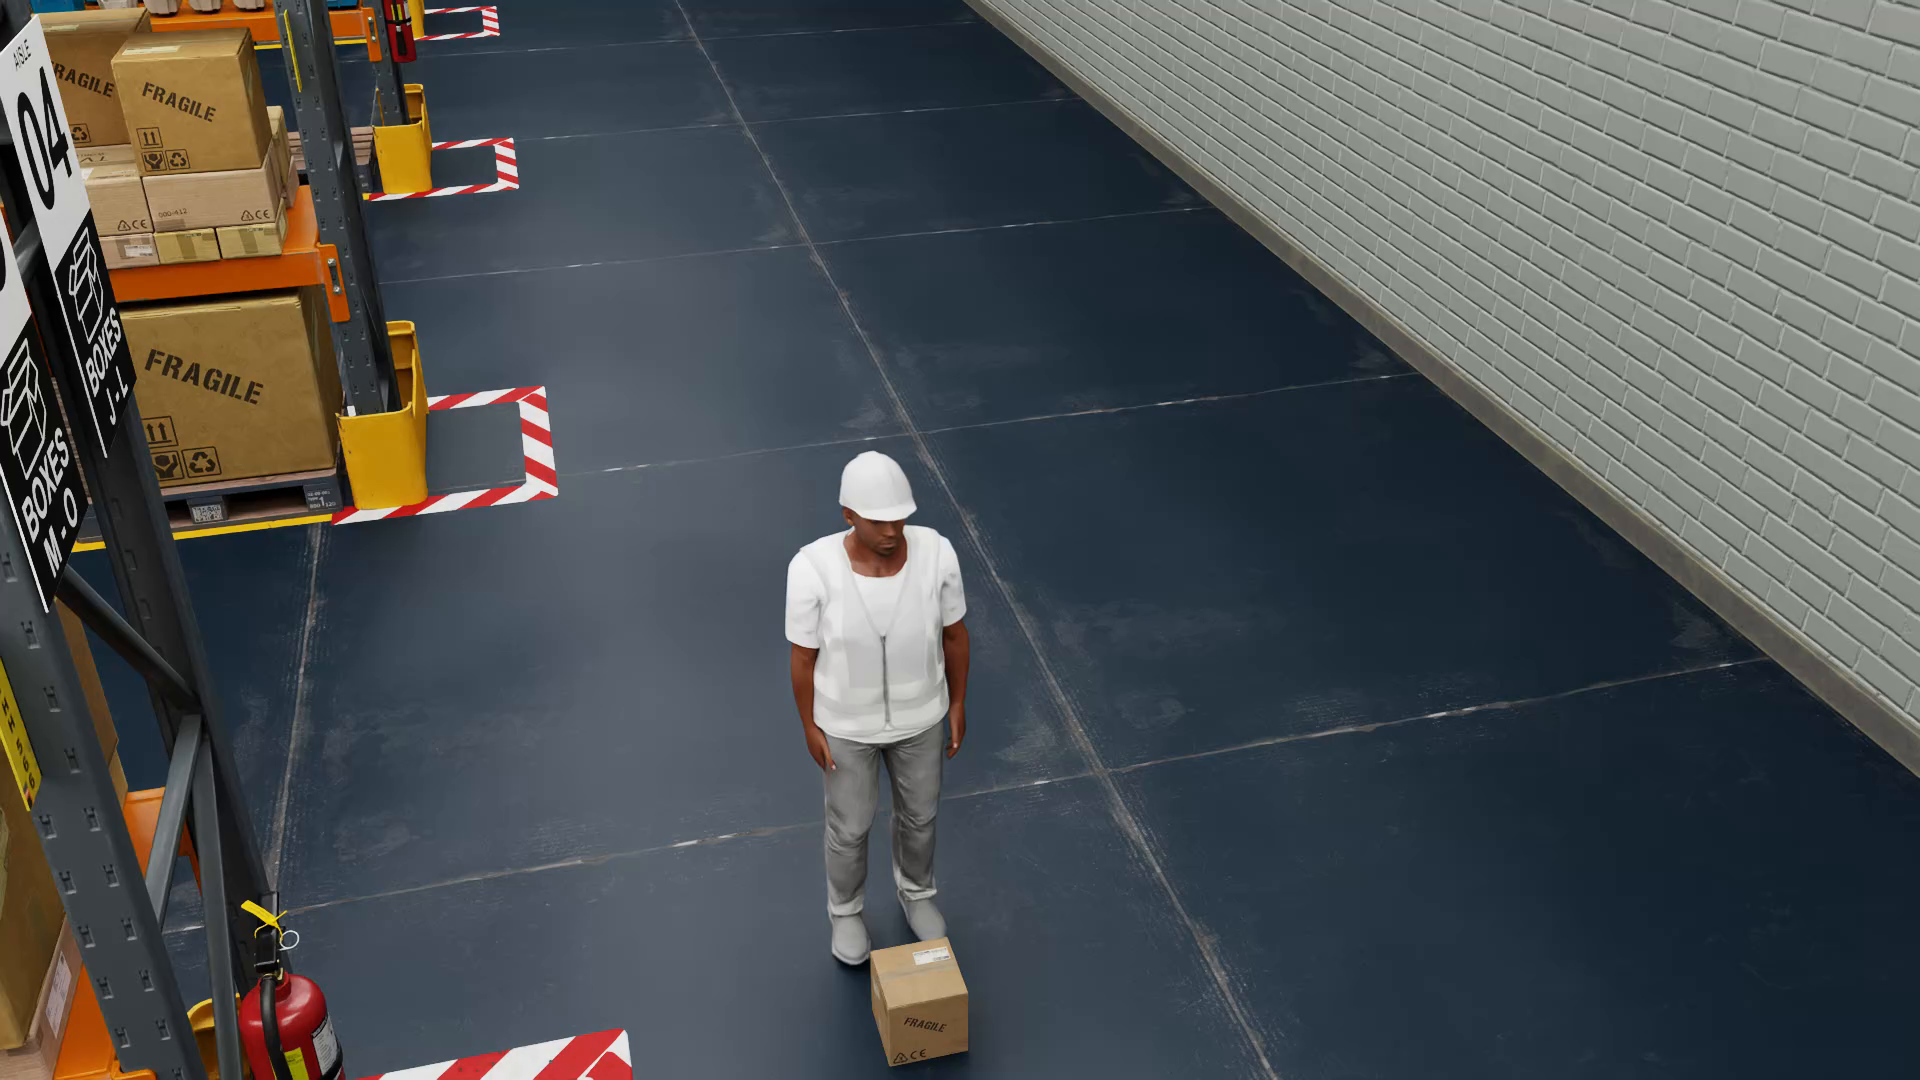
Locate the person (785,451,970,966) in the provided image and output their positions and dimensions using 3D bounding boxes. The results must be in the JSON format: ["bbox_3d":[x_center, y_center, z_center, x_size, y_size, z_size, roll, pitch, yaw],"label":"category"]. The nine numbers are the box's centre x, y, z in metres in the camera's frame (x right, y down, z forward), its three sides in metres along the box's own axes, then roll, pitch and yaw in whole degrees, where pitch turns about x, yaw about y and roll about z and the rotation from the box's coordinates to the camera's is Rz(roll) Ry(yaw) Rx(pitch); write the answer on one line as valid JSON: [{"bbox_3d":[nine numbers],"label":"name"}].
[{"bbox_3d":[-0.238,0.551,5.182,0.564,1.786,0.371,-7,31,-12],"label":"person"}]
